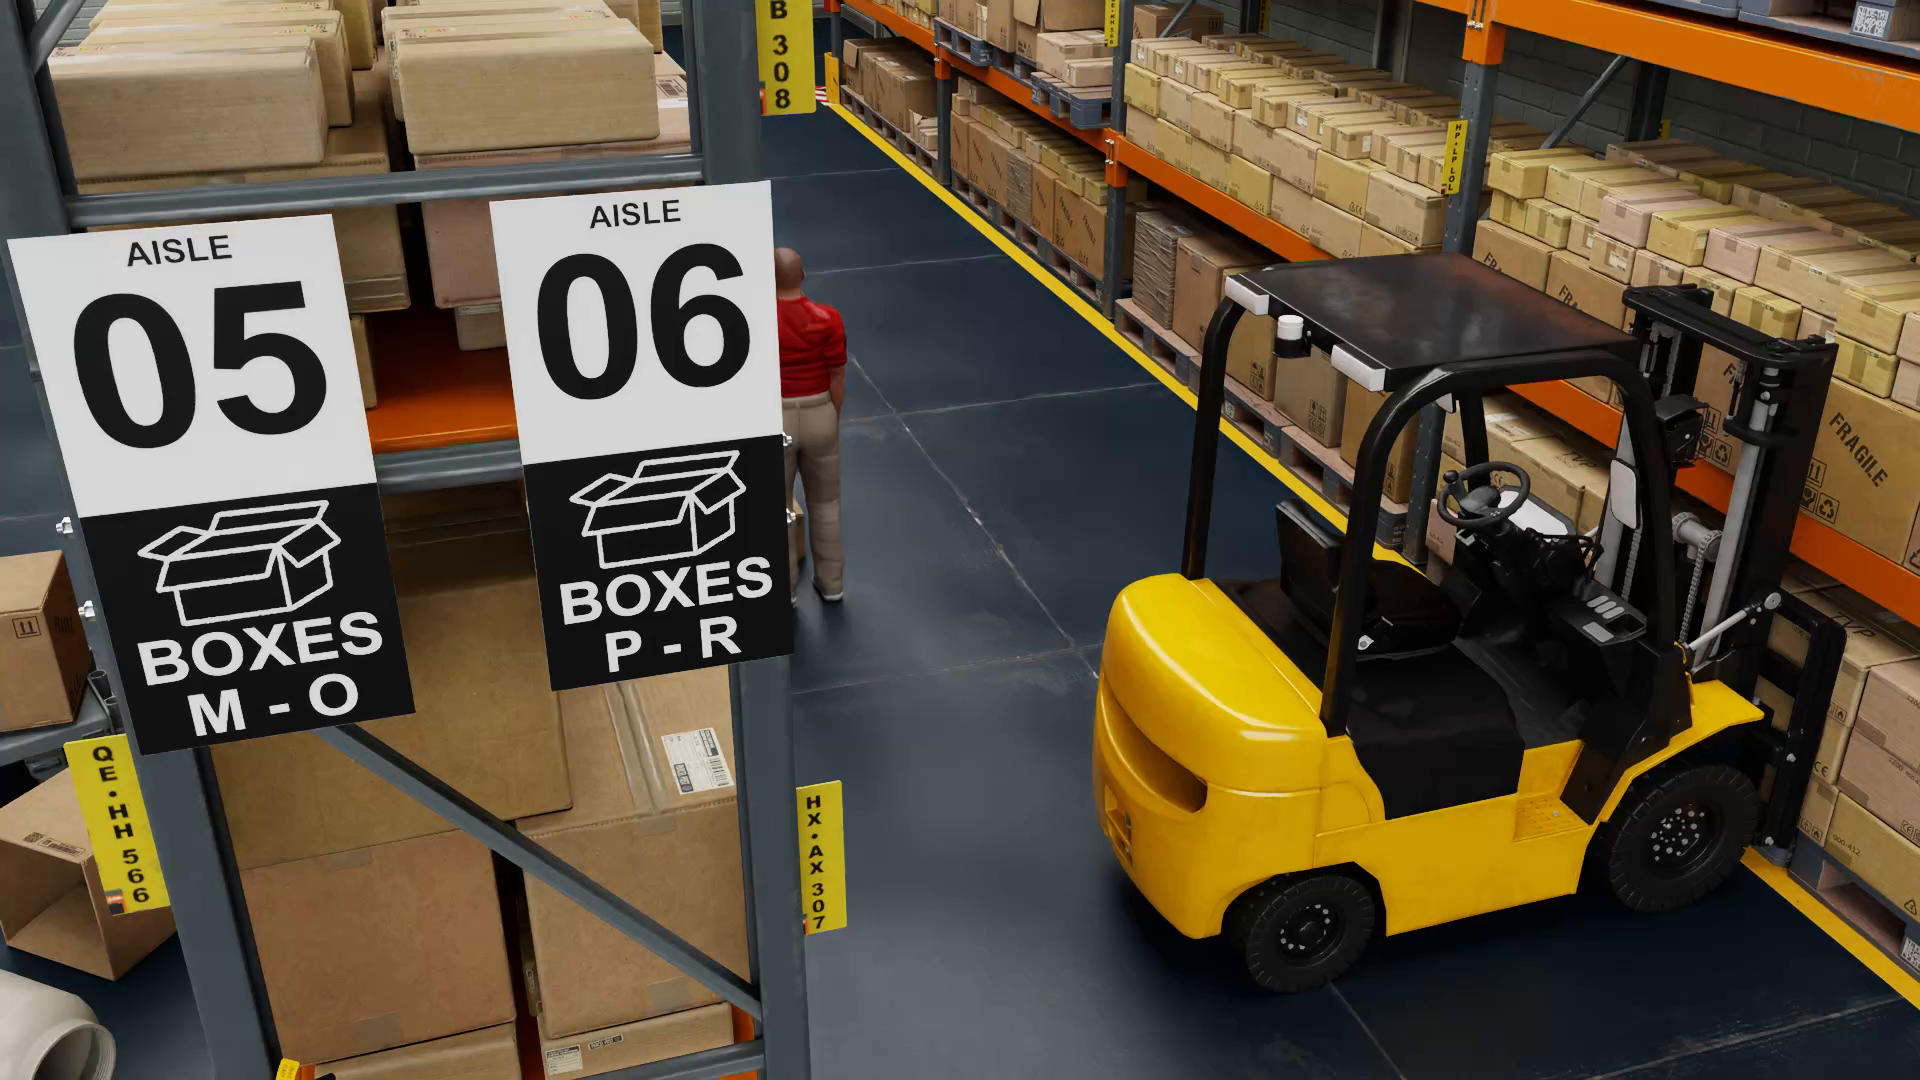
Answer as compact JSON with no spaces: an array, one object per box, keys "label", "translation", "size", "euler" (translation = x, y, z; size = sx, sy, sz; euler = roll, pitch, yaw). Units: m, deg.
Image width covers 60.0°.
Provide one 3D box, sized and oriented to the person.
[{"label":"person","translation":[-0.788,-0.518,7.666],"size":[0.531,1.728,0.359],"euler":[-8,27,-16]}]
